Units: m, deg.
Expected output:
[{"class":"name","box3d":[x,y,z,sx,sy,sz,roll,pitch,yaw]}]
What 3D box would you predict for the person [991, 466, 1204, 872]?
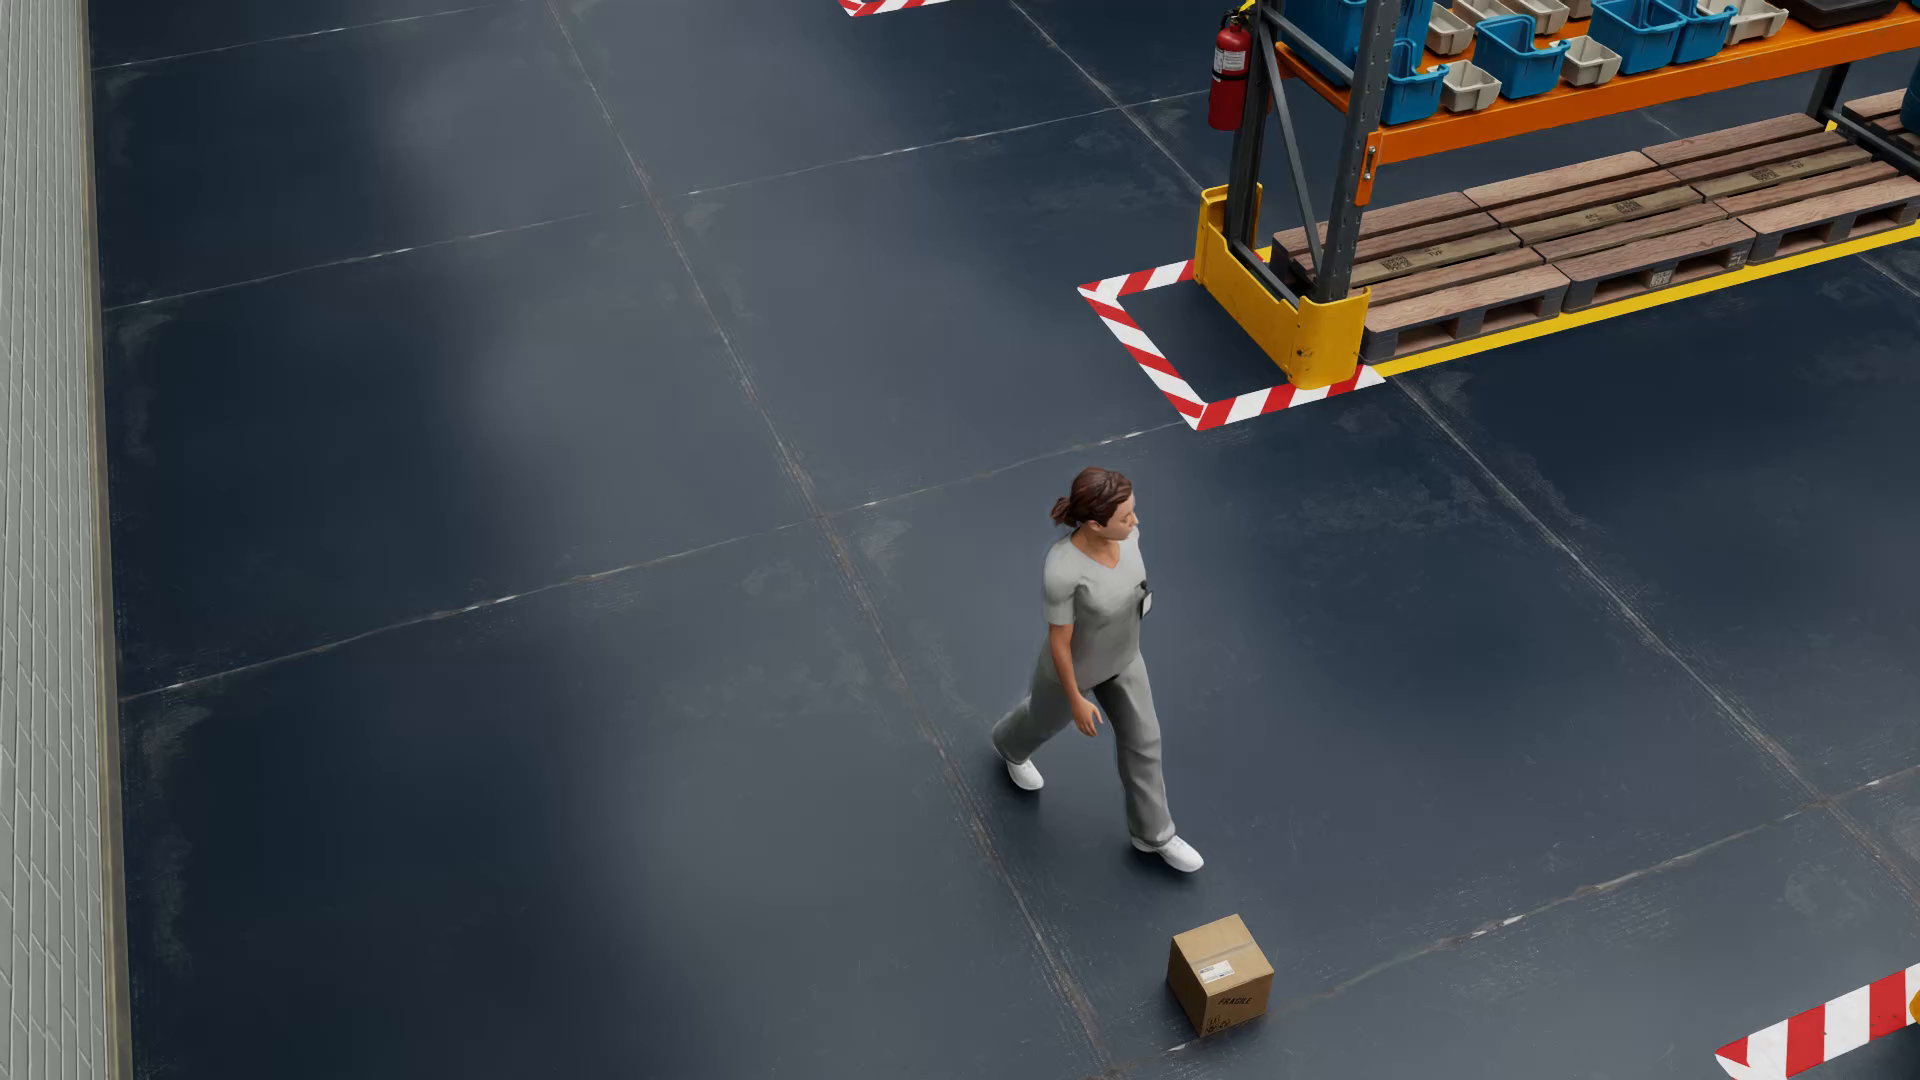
[{"class":"person","box3d":[0.472,0.425,5.688,0.447,1.633,0.948,-27,48,-27]}]
